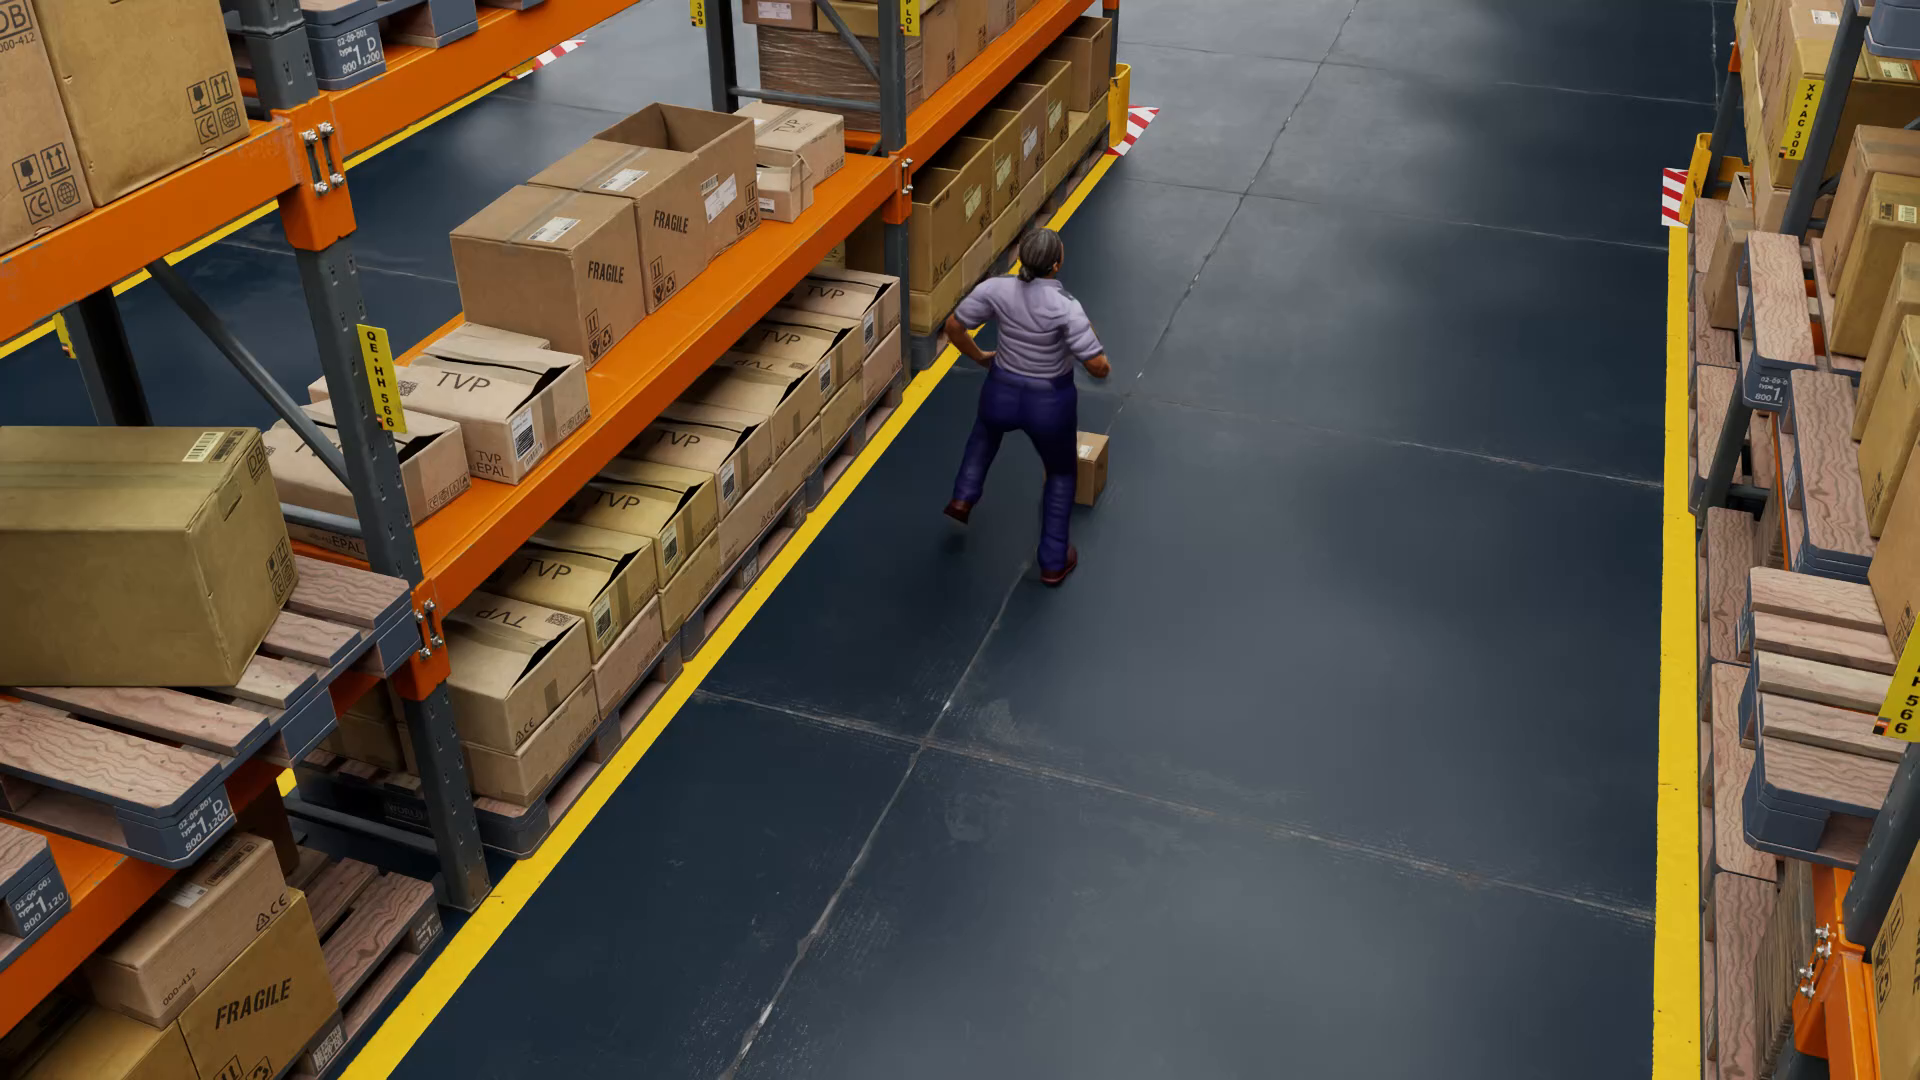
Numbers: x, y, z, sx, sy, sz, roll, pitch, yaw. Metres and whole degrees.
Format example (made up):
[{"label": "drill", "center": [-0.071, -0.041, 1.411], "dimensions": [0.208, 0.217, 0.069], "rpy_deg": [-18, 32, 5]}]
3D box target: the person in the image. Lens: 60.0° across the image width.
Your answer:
[{"label": "person", "center": [0.281, -0.631, 7.140], "dimensions": [0.774, 1.611, 0.533], "rpy_deg": [10, 35, 15]}]
